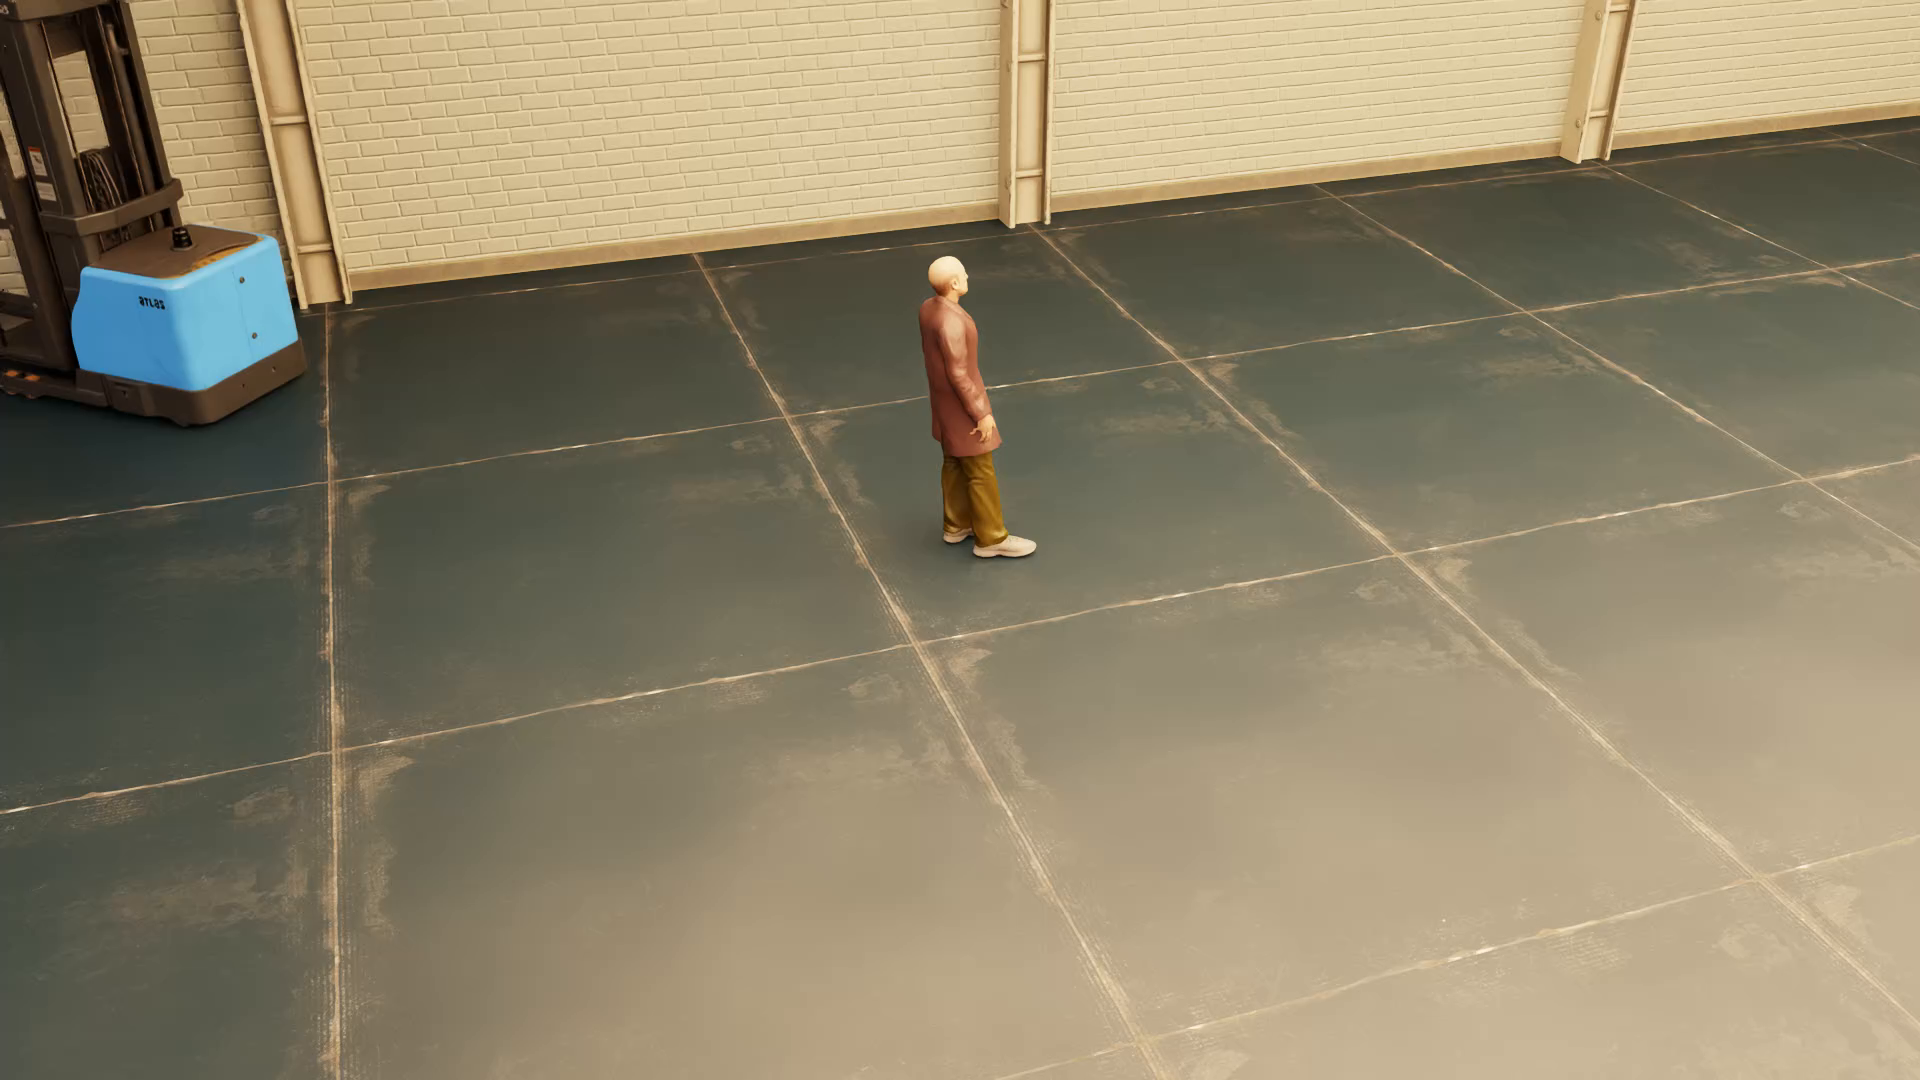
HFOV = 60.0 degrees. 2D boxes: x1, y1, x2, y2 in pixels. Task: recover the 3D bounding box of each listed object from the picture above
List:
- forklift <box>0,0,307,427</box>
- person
[{"bbox_3d":[-6.288,-2.499,11.431,3.031,2.935,1.130,11,32,19],"label":"forklift"},{"bbox_3d":[0.088,-0.789,9.600,0.582,1.775,0.696,-10,31,-16],"label":"person"}]
